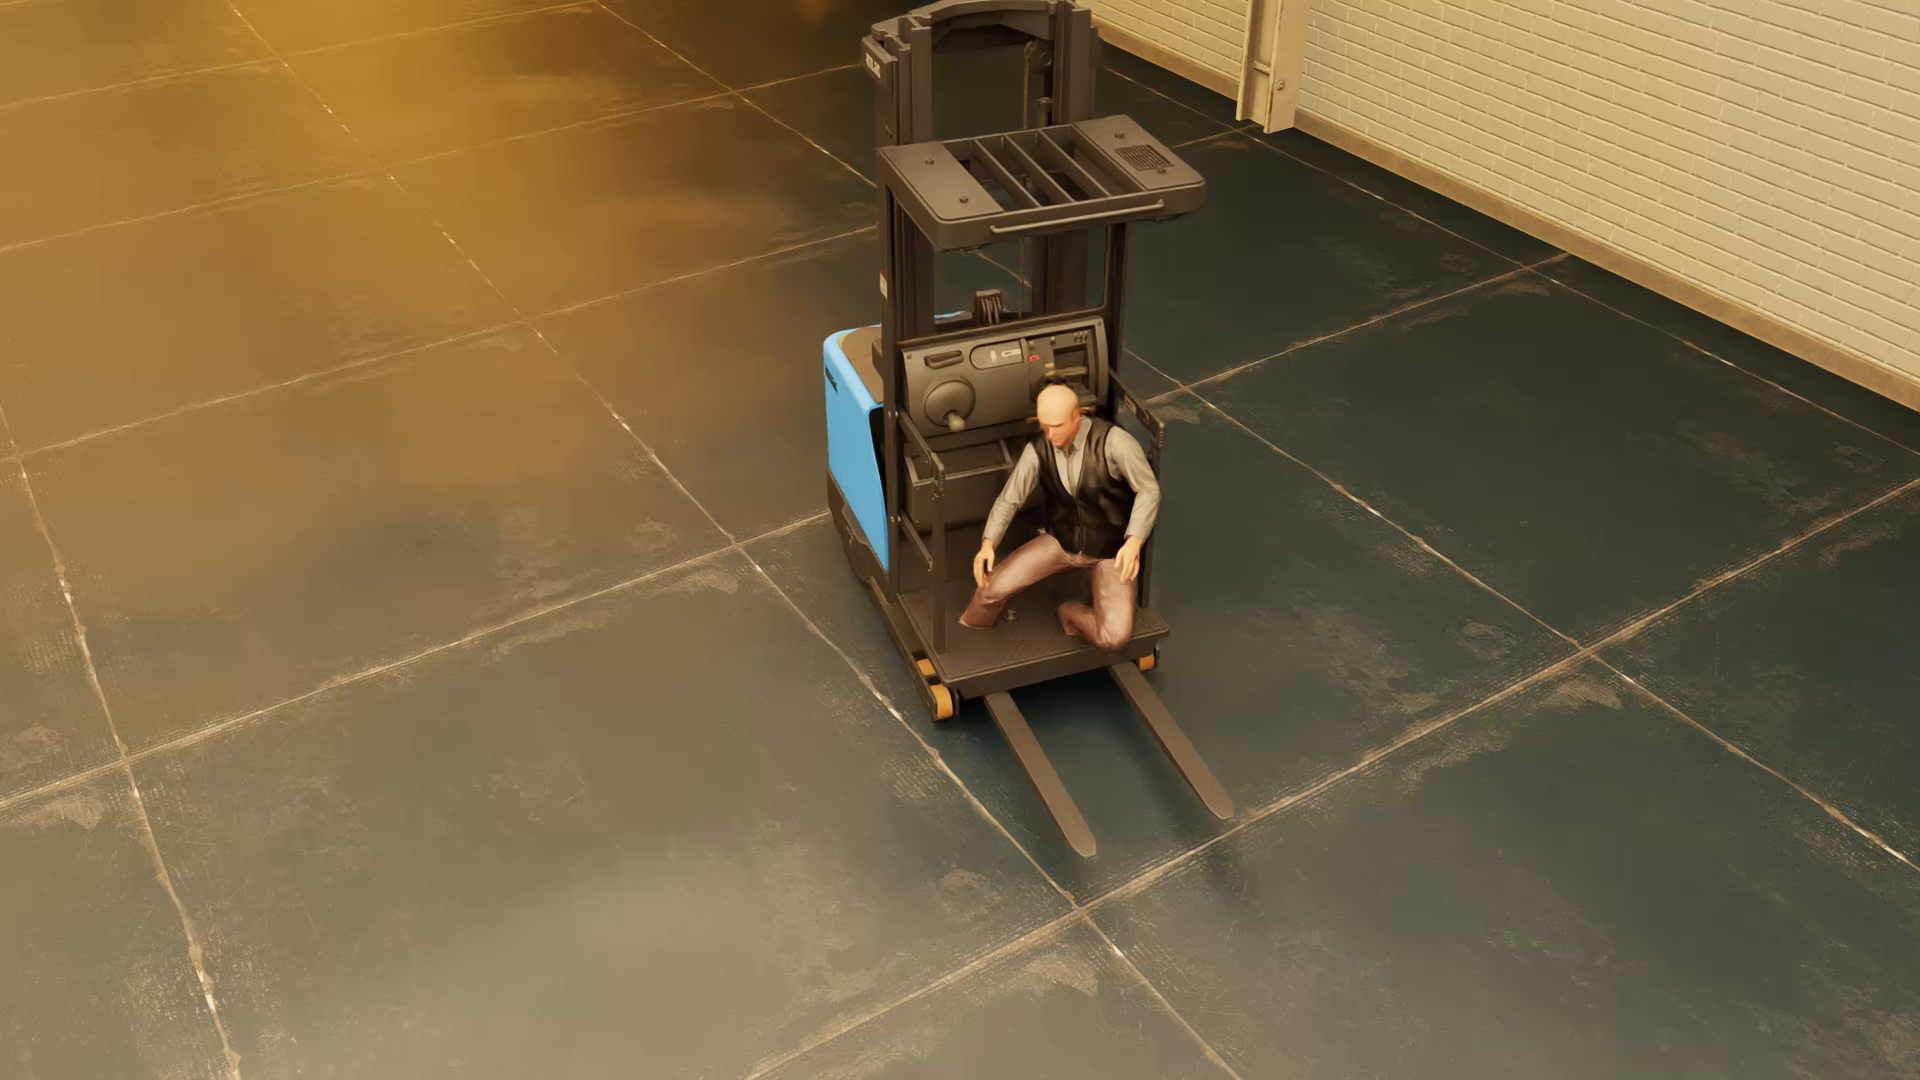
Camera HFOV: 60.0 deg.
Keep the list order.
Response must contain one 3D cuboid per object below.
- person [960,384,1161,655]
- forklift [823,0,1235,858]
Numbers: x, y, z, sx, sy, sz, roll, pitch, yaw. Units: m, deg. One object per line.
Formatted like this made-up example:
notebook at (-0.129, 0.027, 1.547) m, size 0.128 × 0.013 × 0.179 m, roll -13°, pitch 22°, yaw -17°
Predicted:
person at (0.406, 0.011, 7.214) m, size 0.835 × 1.399 × 0.777 m, roll 13°, pitch 37°, yaw 18°
forklift at (0.281, -0.653, 7.077) m, size 1.130 × 2.935 × 3.031 m, roll -12°, pitch 37°, yaw -16°
